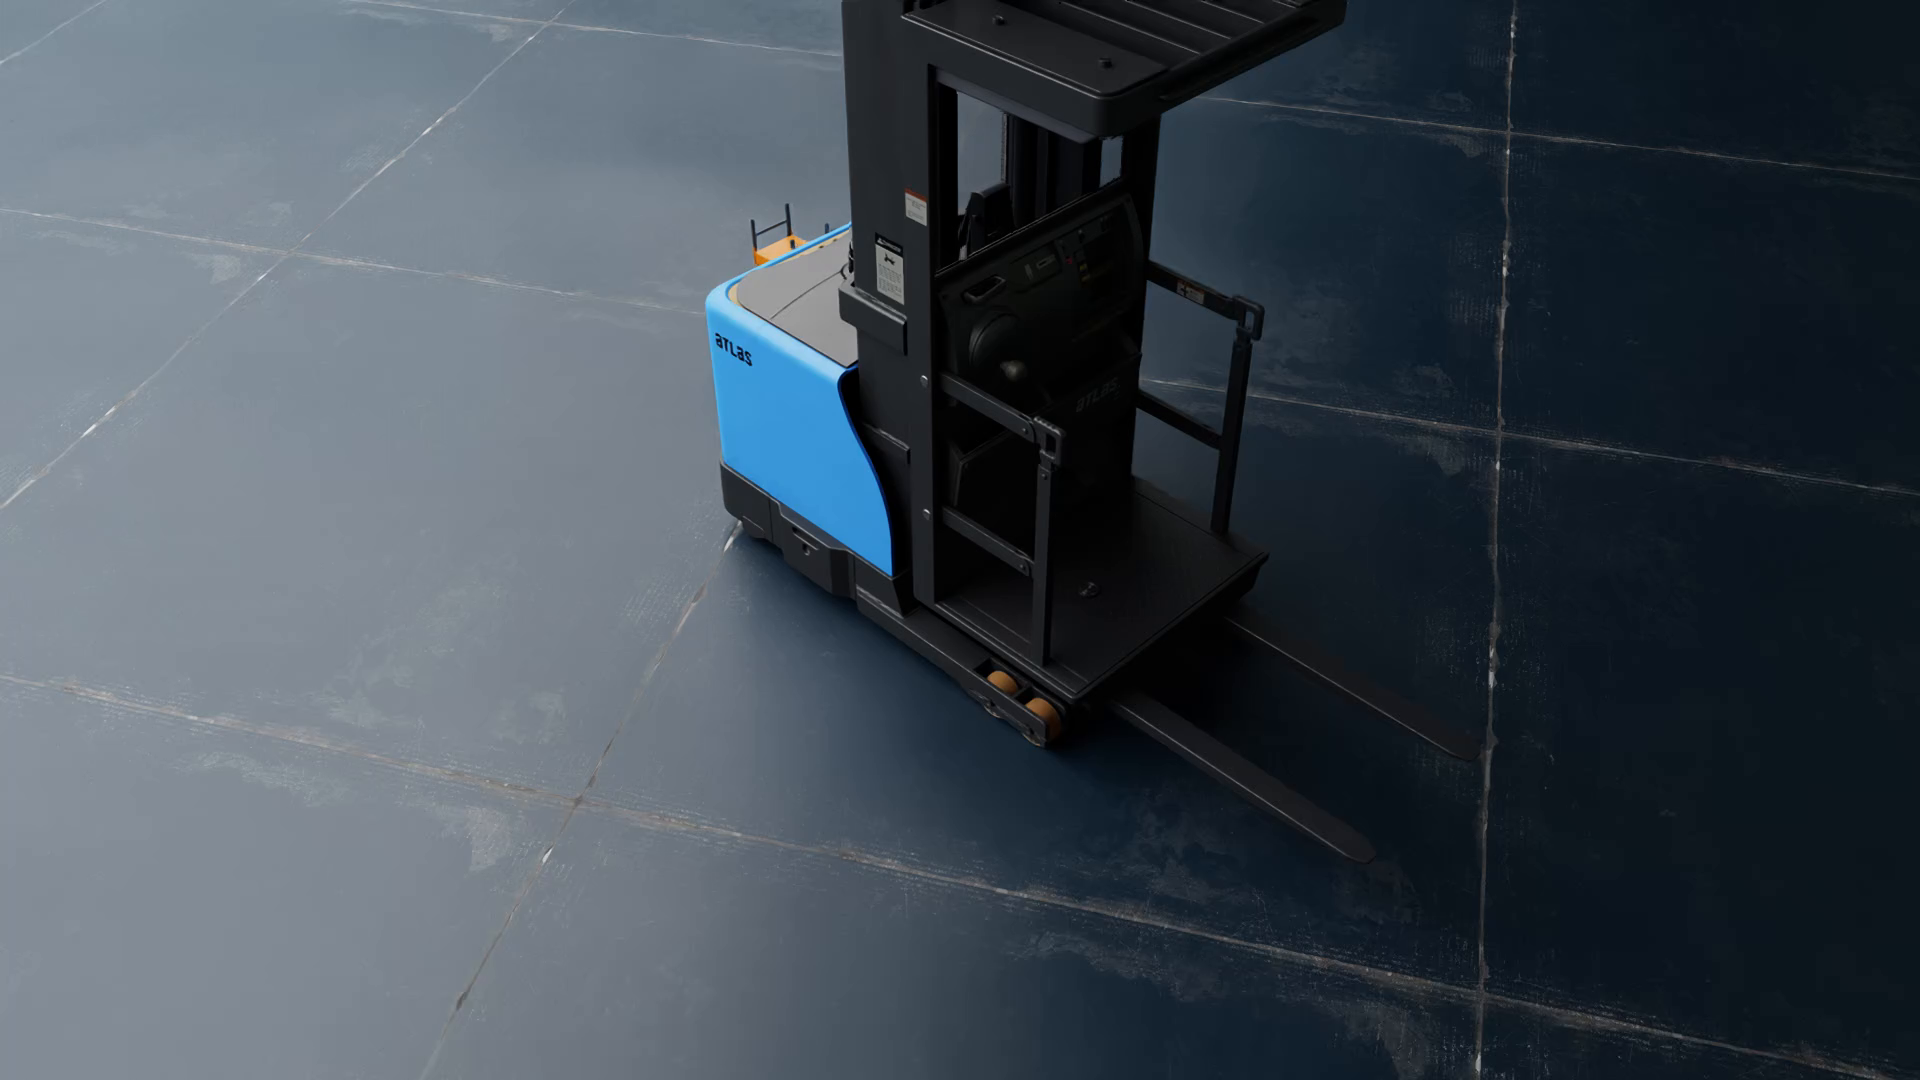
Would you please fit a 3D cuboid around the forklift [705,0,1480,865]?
[{"bbox_3d":[0.433,-0.776,5.395,3.031,2.935,1.130,33,50,33],"label":"forklift"}]

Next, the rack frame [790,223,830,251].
[{"bbox_3d":[-0.583,-0.806,6.884,0.008,1.050,0.200,31,49,34],"label":"rack frame"}]

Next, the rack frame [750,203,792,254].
[{"bbox_3d":[-0.756,-0.912,7.019,0.008,1.050,0.200,31,49,34],"label":"rack frame"}]

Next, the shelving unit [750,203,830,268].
[{"bbox_3d":[-0.670,-0.859,6.952,0.252,1.050,0.215,31,49,34],"label":"shelving unit"}]

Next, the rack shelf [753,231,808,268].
[{"bbox_3d":[-0.675,-1.072,6.780,0.240,0.259,0.215,31,49,34],"label":"rack shelf"}]
